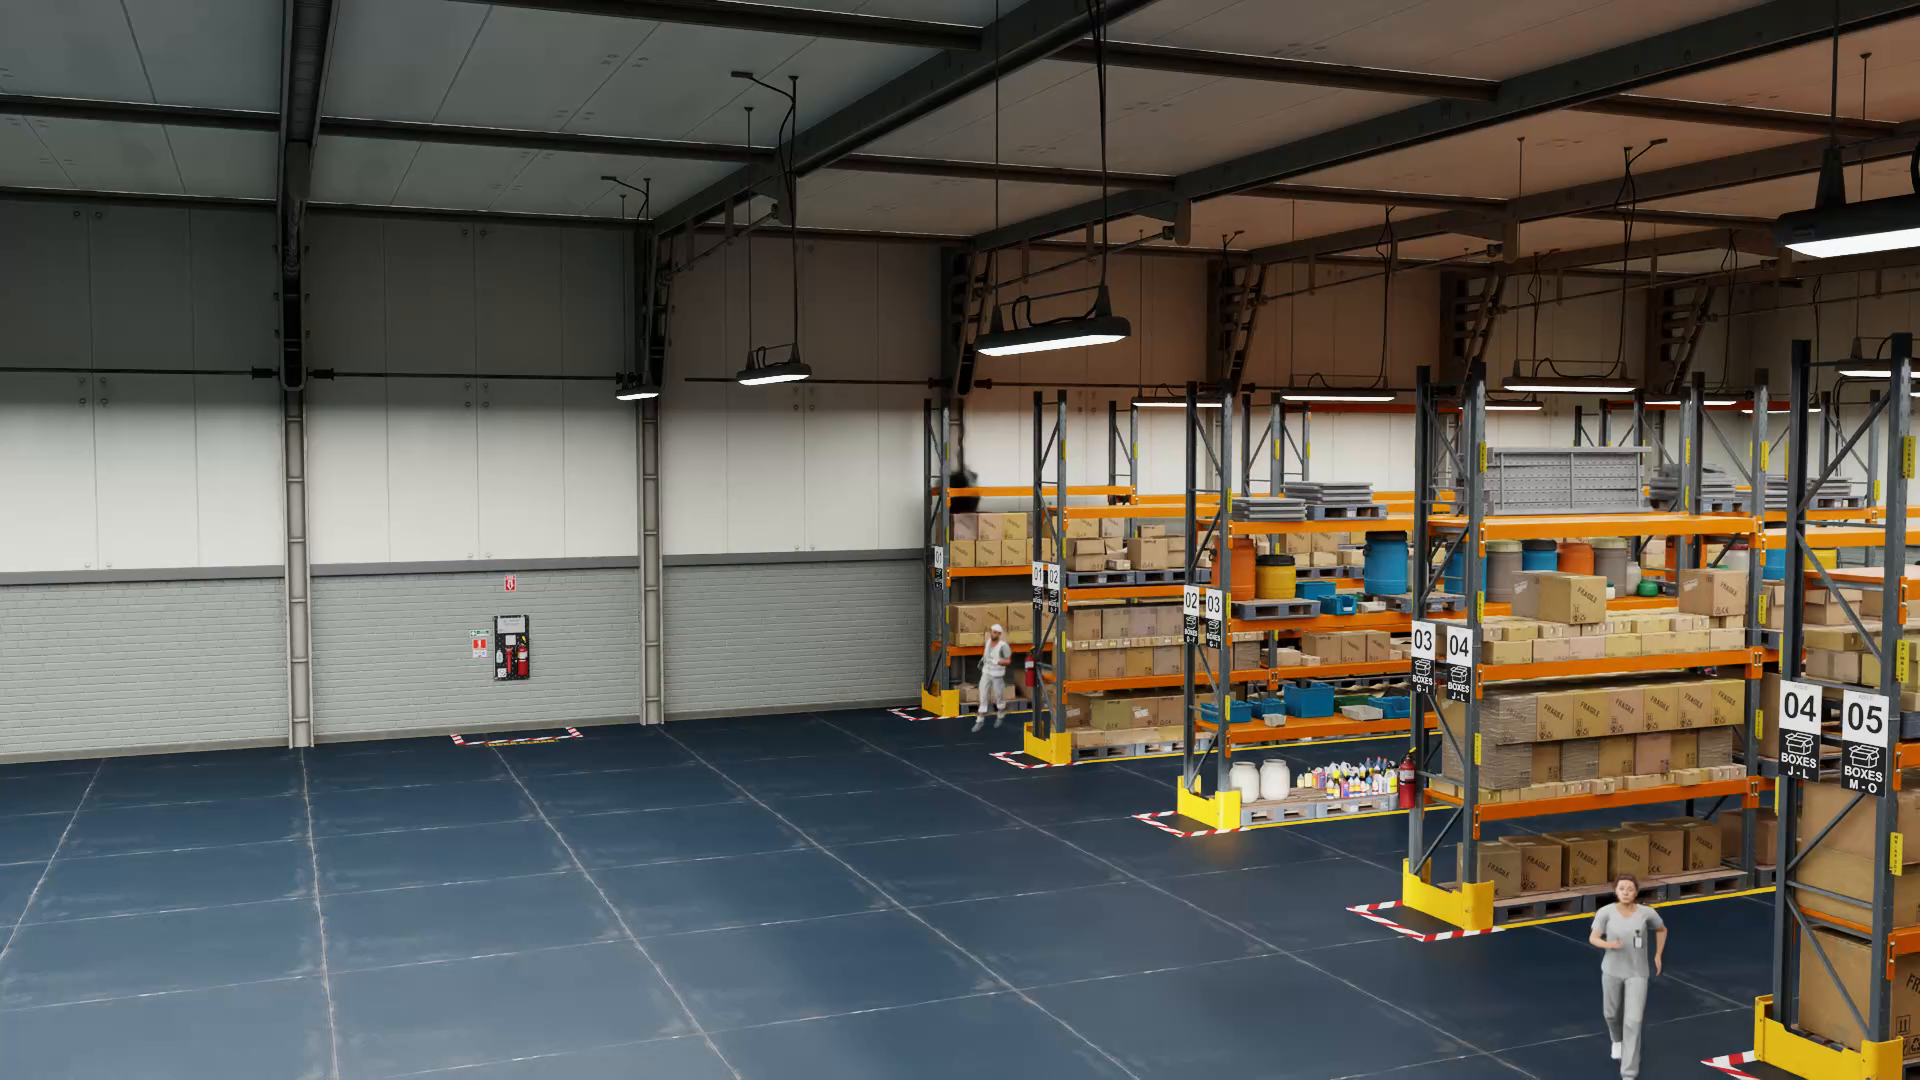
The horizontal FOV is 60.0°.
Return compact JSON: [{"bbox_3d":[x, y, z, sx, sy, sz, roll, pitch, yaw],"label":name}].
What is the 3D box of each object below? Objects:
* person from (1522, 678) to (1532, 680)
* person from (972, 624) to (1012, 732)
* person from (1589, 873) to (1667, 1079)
[{"bbox_3d":[8.916,2.700,26.621,0.753,1.770,0.685,-1,4,-22],"label":"person"},{"bbox_3d":[0.618,2.337,28.355,0.682,1.819,0.868,2,4,35],"label":"person"},{"bbox_3d":[5.386,3.518,13.434,0.565,1.677,0.957,2,4,27],"label":"person"}]
